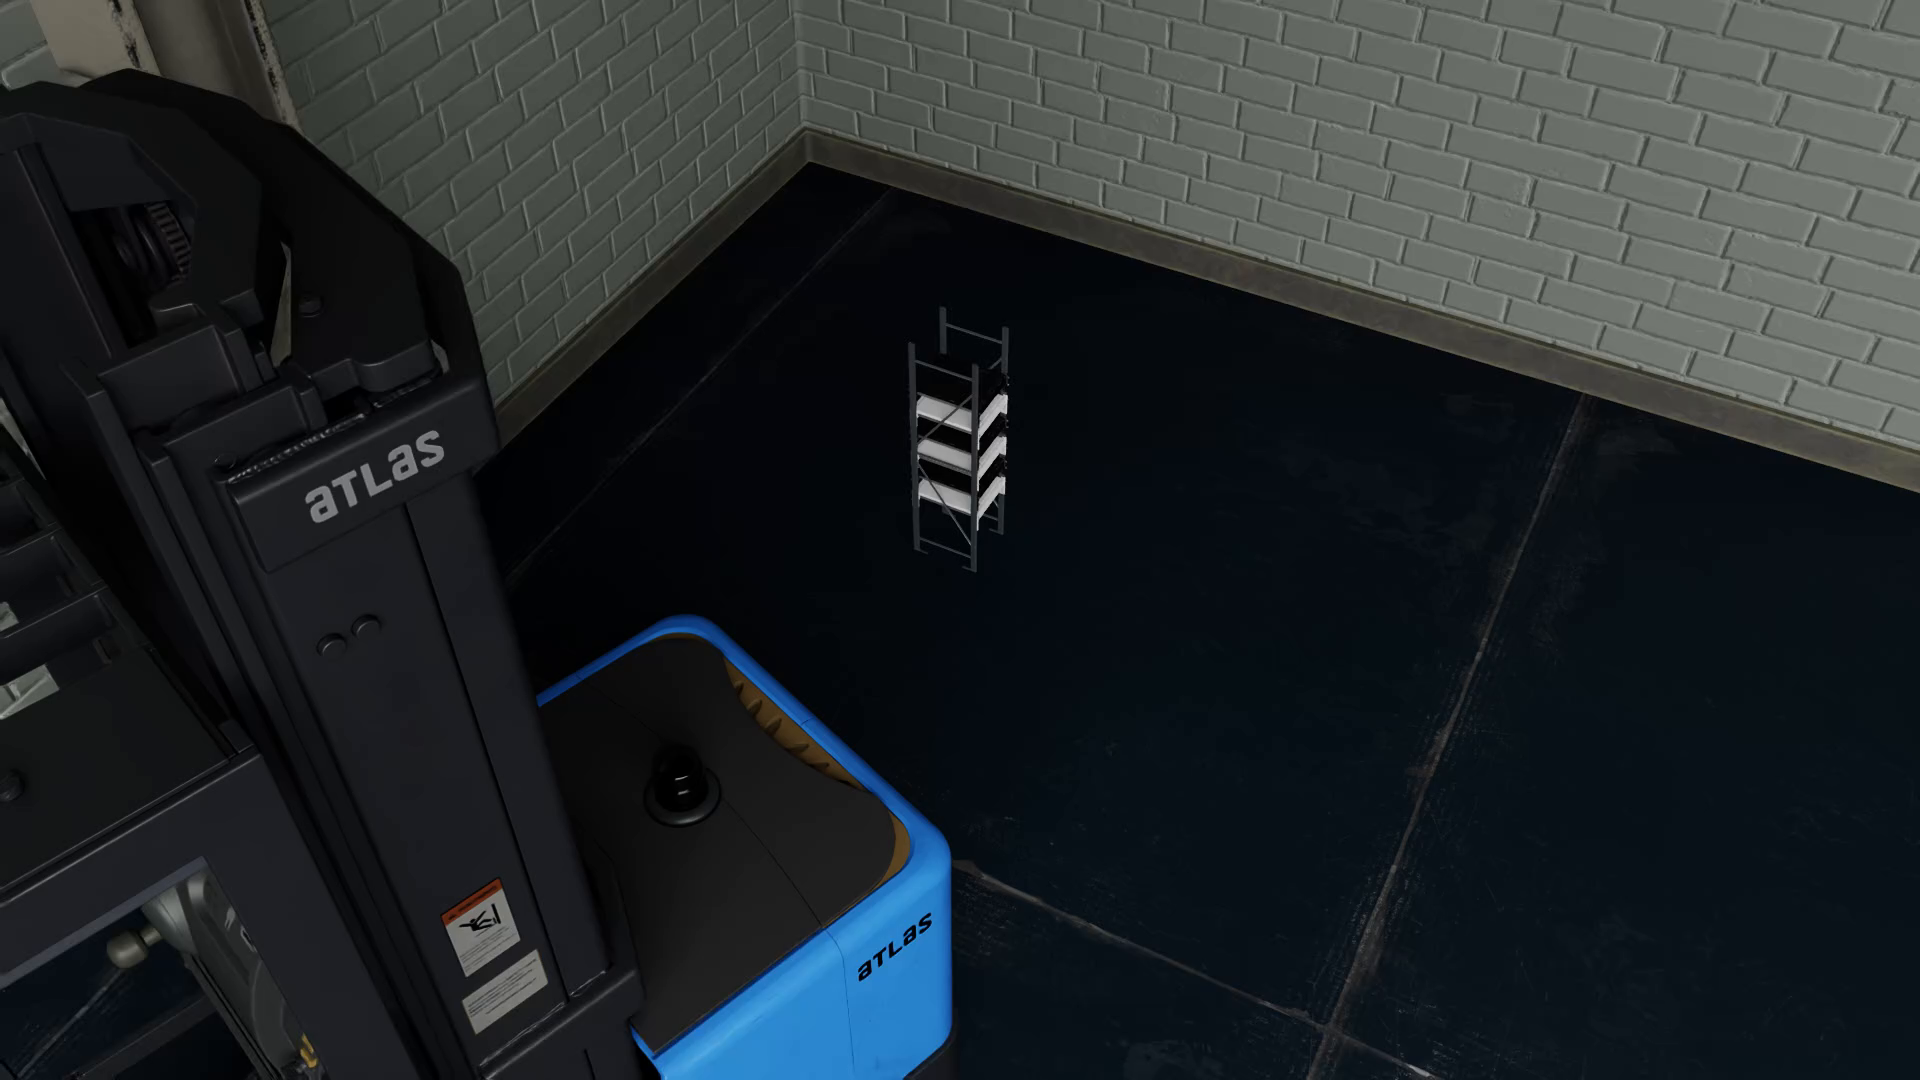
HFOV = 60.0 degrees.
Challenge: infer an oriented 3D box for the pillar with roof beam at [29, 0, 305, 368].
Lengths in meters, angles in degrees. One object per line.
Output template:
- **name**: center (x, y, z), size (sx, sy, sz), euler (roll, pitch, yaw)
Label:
- **pillar with roof beam**: center (1.863, -1.522, 0.927), size (9.100, 9.000, 0.400), euler (20, 49, 19)

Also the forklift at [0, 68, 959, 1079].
- **forklift**: center (-1.431, 0.841, 2.858), size (3.031, 2.935, 1.130), euler (-33, 54, -28)

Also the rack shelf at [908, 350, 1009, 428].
- **rack shelf**: center (-0.004, -0.478, 5.257), size (0.258, 0.077, 0.200), euler (20, 49, 19)

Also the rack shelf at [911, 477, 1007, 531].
- **rack shelf**: center (-0.004, -0.161, 5.577), size (0.258, 0.077, 0.200), euler (20, 49, 19)

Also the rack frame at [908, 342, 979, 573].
- **rack frame**: center (-0.051, -0.247, 5.362), size (0.240, 0.900, 0.006), euler (20, 49, 19)

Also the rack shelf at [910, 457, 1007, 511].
- **rack shelf**: center (-0.004, -0.225, 5.513), size (0.258, 0.077, 0.200), euler (20, 49, 19)

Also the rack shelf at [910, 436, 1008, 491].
- **rack shelf**: center (-0.004, -0.288, 5.449), size (0.258, 0.077, 0.200), euler (20, 49, 19)

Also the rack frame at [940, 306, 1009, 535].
- **rack frame**: center (0.043, -0.375, 5.488), size (0.240, 0.900, 0.006), euler (20, 49, 19)

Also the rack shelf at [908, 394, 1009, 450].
- **rack shelf**: center (-0.004, -0.414, 5.321), size (0.258, 0.077, 0.200), euler (20, 49, 19)

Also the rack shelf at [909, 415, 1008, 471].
- **rack shelf**: center (-0.004, -0.351, 5.385), size (0.258, 0.077, 0.200), euler (20, 49, 19)

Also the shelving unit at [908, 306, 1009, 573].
- **shelving unit**: center (-0.004, -0.311, 5.425), size (0.258, 0.900, 0.210), euler (20, 49, 19)
